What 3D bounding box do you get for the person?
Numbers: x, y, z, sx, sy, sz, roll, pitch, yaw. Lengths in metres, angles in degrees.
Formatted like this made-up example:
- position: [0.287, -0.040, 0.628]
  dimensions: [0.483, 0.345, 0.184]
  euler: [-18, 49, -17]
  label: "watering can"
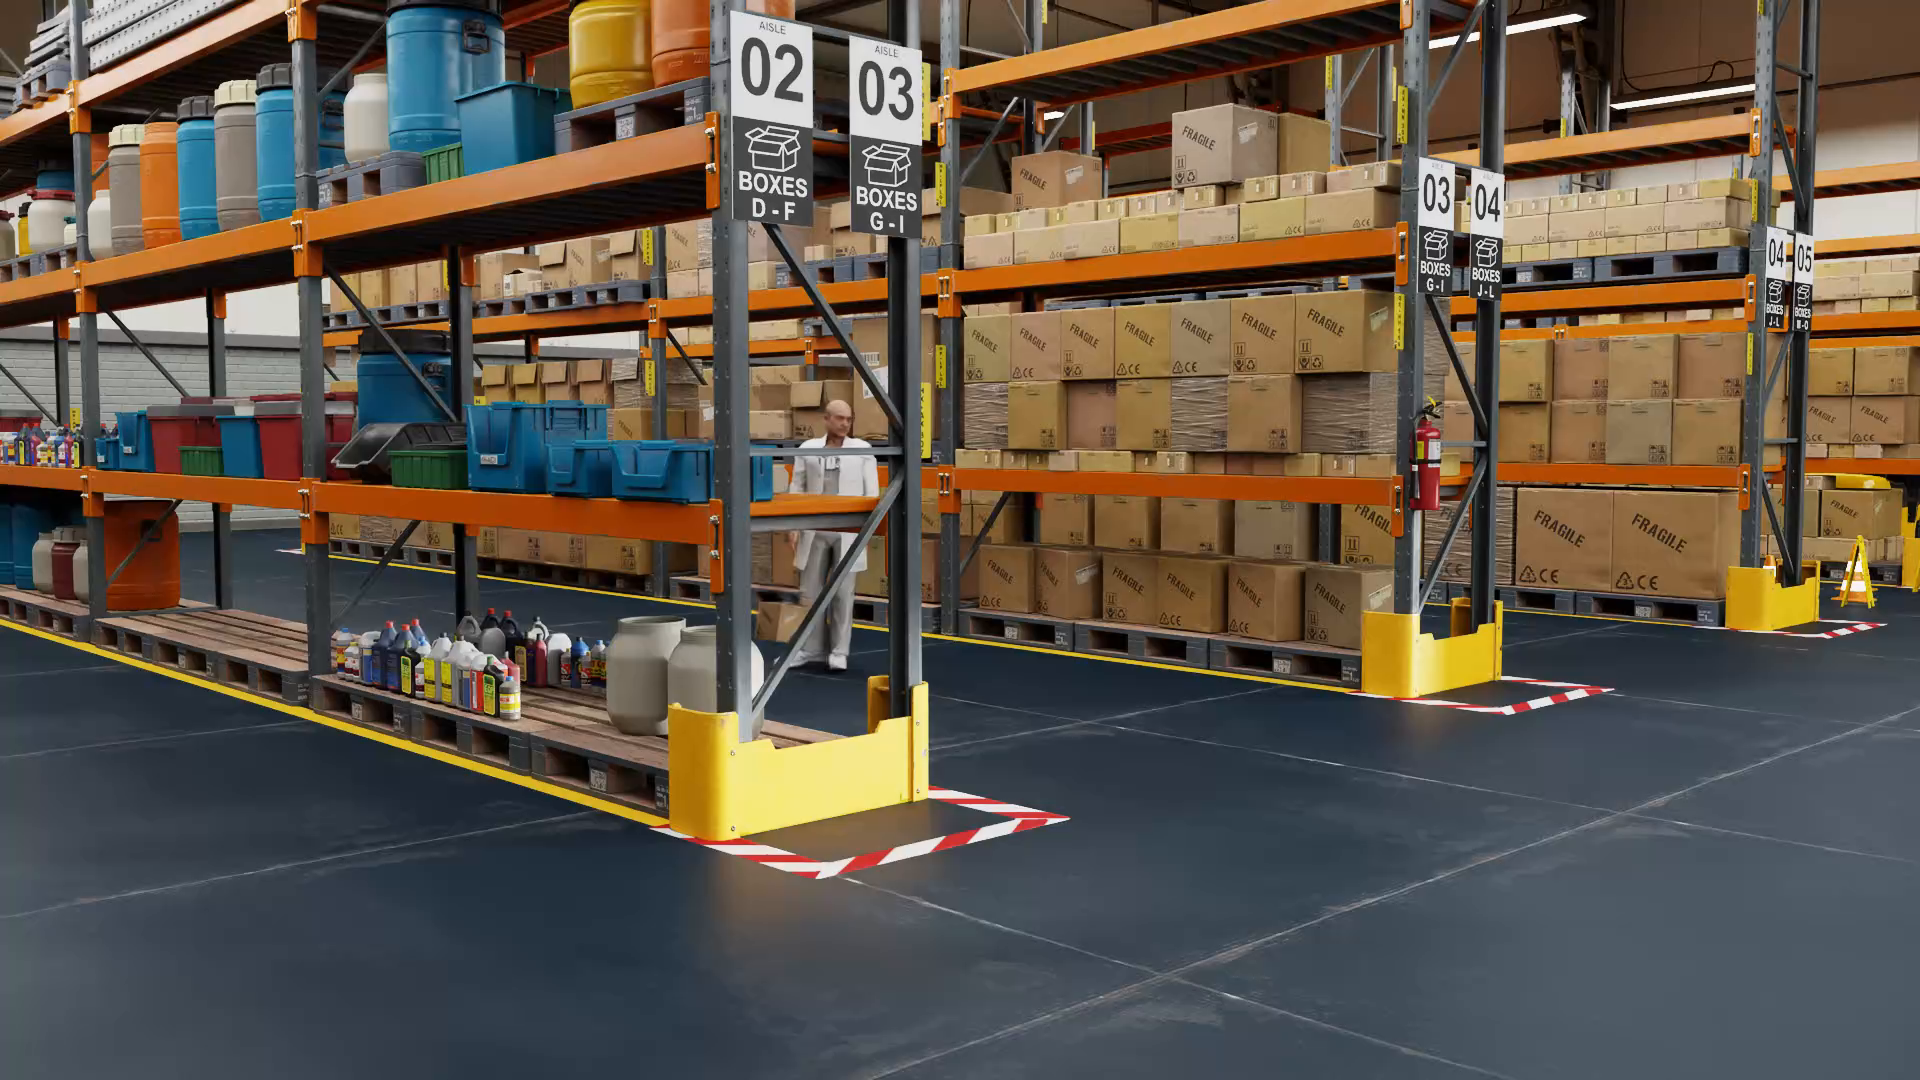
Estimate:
- position: [-0.887, -0.036, 10.999]
  dimensions: [0.747, 1.771, 0.486]
  euler: [0, 4, 0]
  label: "person"
